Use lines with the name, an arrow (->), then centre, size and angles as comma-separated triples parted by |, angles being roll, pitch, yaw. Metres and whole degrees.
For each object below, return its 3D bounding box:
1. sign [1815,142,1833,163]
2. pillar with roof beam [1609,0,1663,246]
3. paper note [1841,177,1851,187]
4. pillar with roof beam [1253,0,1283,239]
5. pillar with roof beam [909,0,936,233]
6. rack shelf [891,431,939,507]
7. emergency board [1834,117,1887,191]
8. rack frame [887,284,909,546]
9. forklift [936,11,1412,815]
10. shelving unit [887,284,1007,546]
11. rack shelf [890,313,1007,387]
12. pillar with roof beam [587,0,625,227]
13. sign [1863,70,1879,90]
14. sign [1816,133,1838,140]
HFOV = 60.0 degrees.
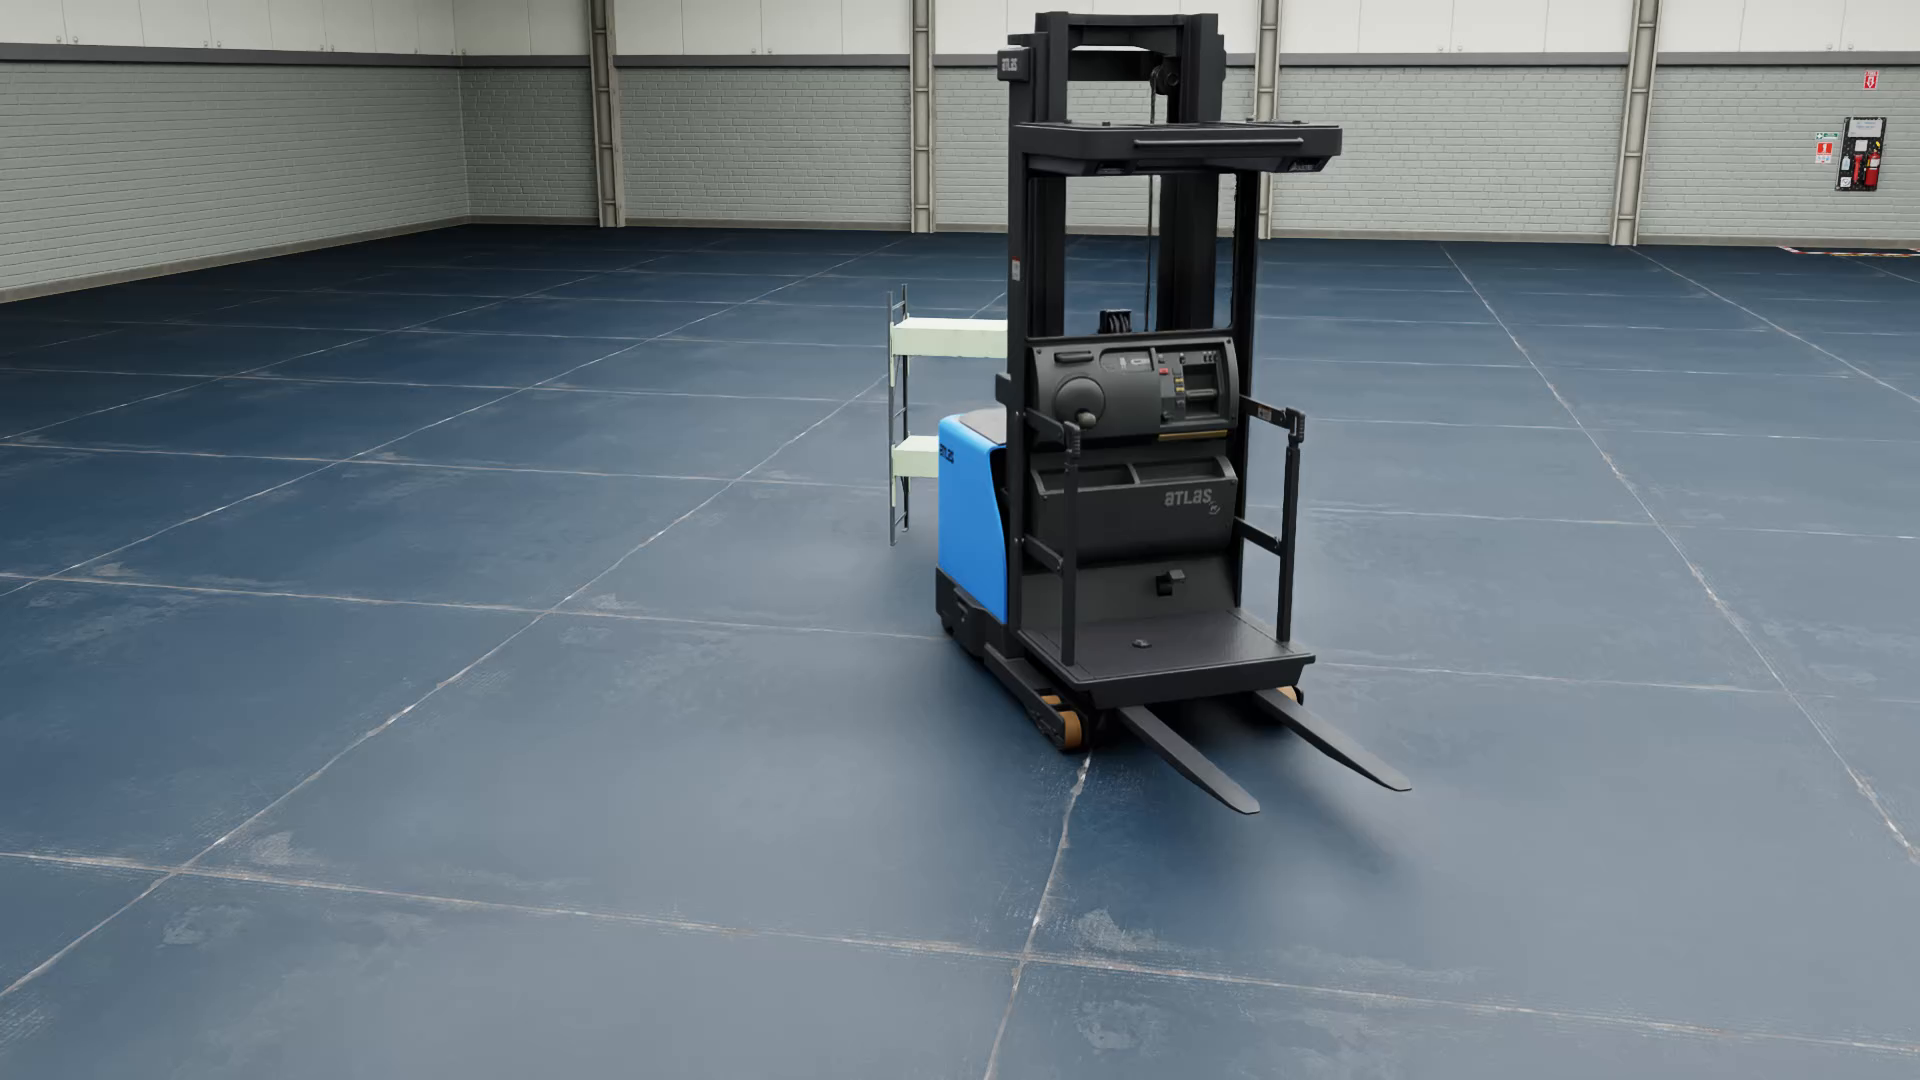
sign -> 14.044, -6.292, 27.022 | 0.234, 0.329, 0.001 | 3, 16, 11
pillar with roof beam -> 10.241, -8.162, 22.599 | 0.400, 9.000, 9.100 | 3, 16, 11
paper note -> 14.405, -5.822, 27.040 | 0.142, 0.148, 0.016 | 3, 16, 11
pillar with roof beam -> 4.362, -8.481, 23.751 | 0.400, 9.000, 9.100 | 3, 16, 11
pillar with roof beam -> -1.518, -8.800, 24.903 | 0.400, 9.000, 9.100 | 3, 16, 11
rack shelf -> -0.007, -0.409, 9.880 | 0.720, 0.370, 0.431 | 3, 16, 11
emergency board -> 14.565, -6.219, 26.823 | 0.643, 1.169, 0.194 | 3, 16, 11
rack frame -> -0.365, -0.743, 9.863 | 0.023, 1.500, 0.400 | 3, 16, 11
forklift -> 0.825, -0.664, 6.899 | 1.130, 2.935, 3.031 | -5, 16, -18
shelving unit -> -0.007, -0.723, 9.793 | 0.755, 1.500, 0.431 | 3, 16, 11
rack shelf -> -0.007, -1.099, 9.689 | 0.720, 0.370, 0.431 | 3, 16, 11
pillar with roof beam -> -7.398, -9.119, 26.056 | 0.400, 9.000, 9.100 | 3, 16, 11
sign -> 14.577, -7.362, 26.610 | 0.199, 0.298, 0.001 | 3, 16, 11
sign -> 14.046, -6.545, 26.942 | 0.331, 0.109, 0.001 | 3, 16, 11
